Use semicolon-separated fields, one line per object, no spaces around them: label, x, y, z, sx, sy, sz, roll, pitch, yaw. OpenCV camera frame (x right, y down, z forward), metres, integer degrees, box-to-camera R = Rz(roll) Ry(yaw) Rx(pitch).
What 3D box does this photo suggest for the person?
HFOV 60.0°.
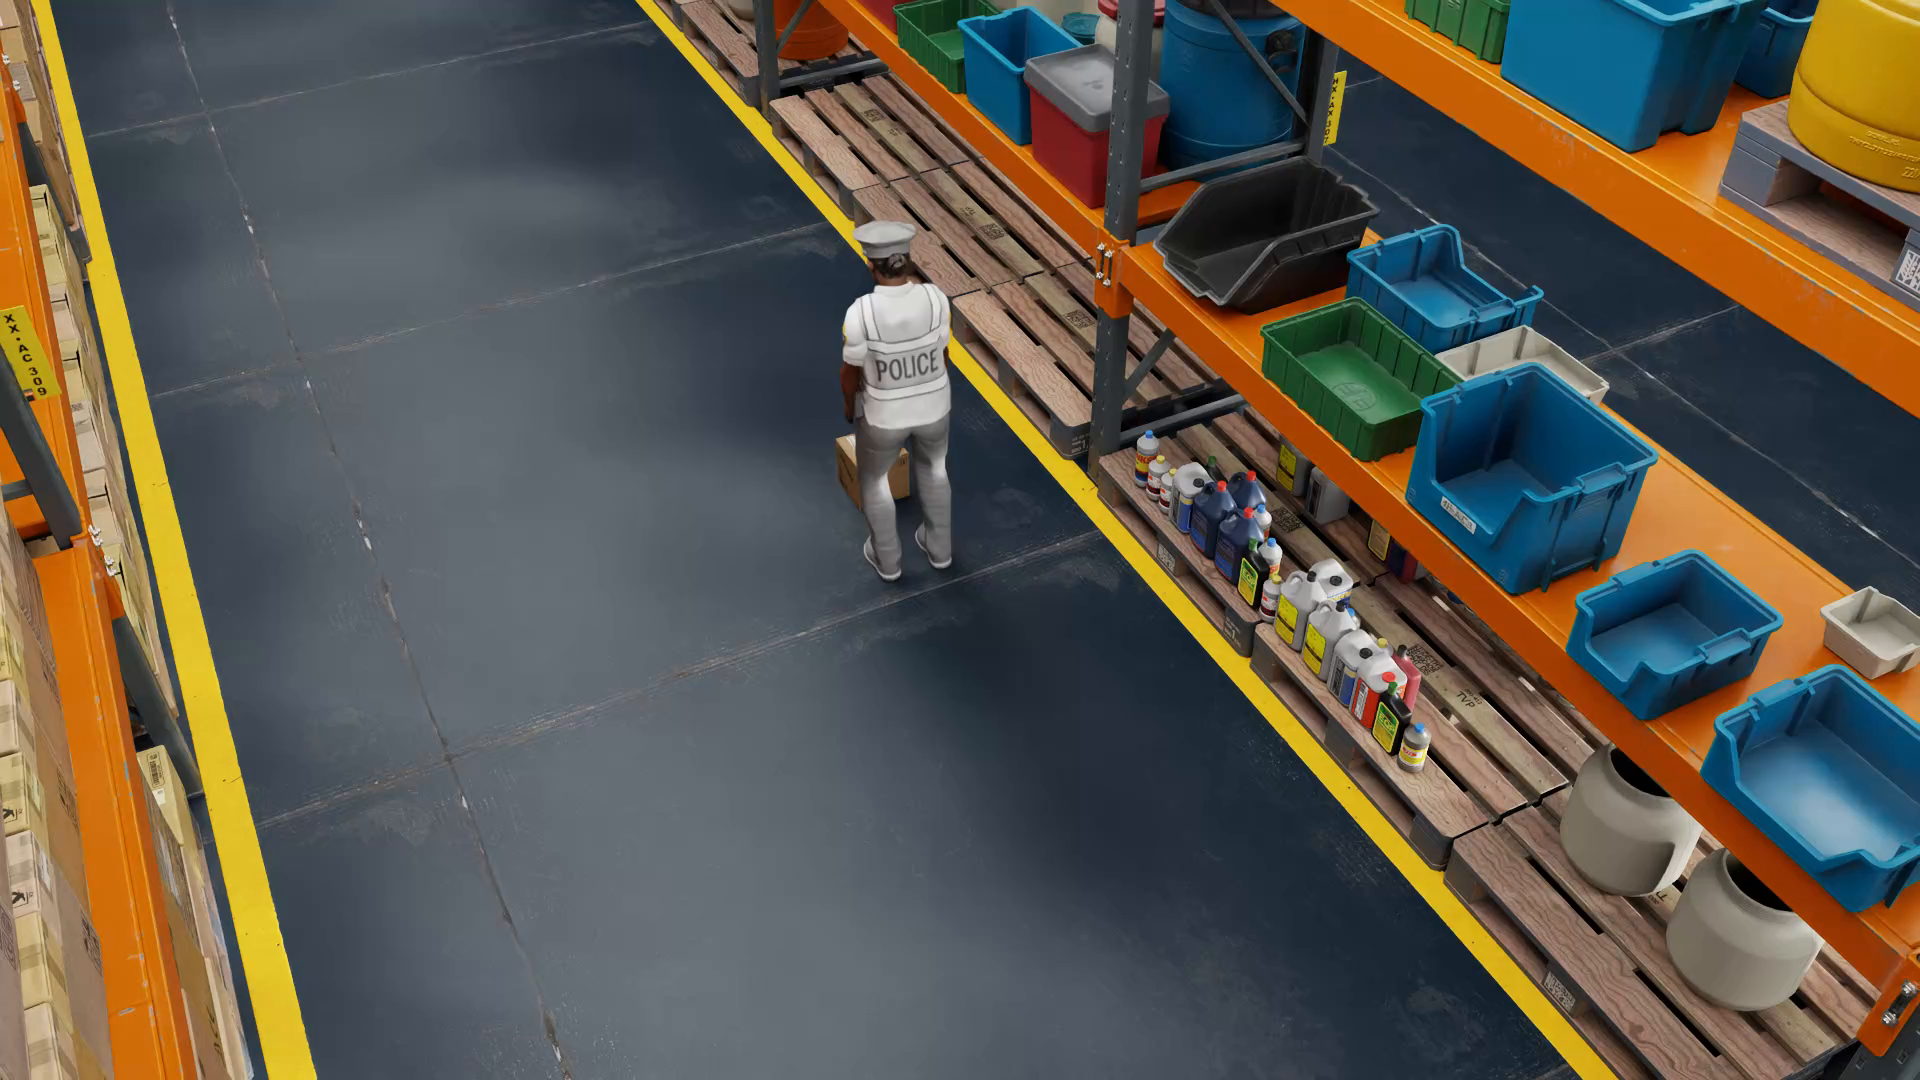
person;-0.262;-0.534;6.791;0.450;1.636;0.409;-12;43;-13
